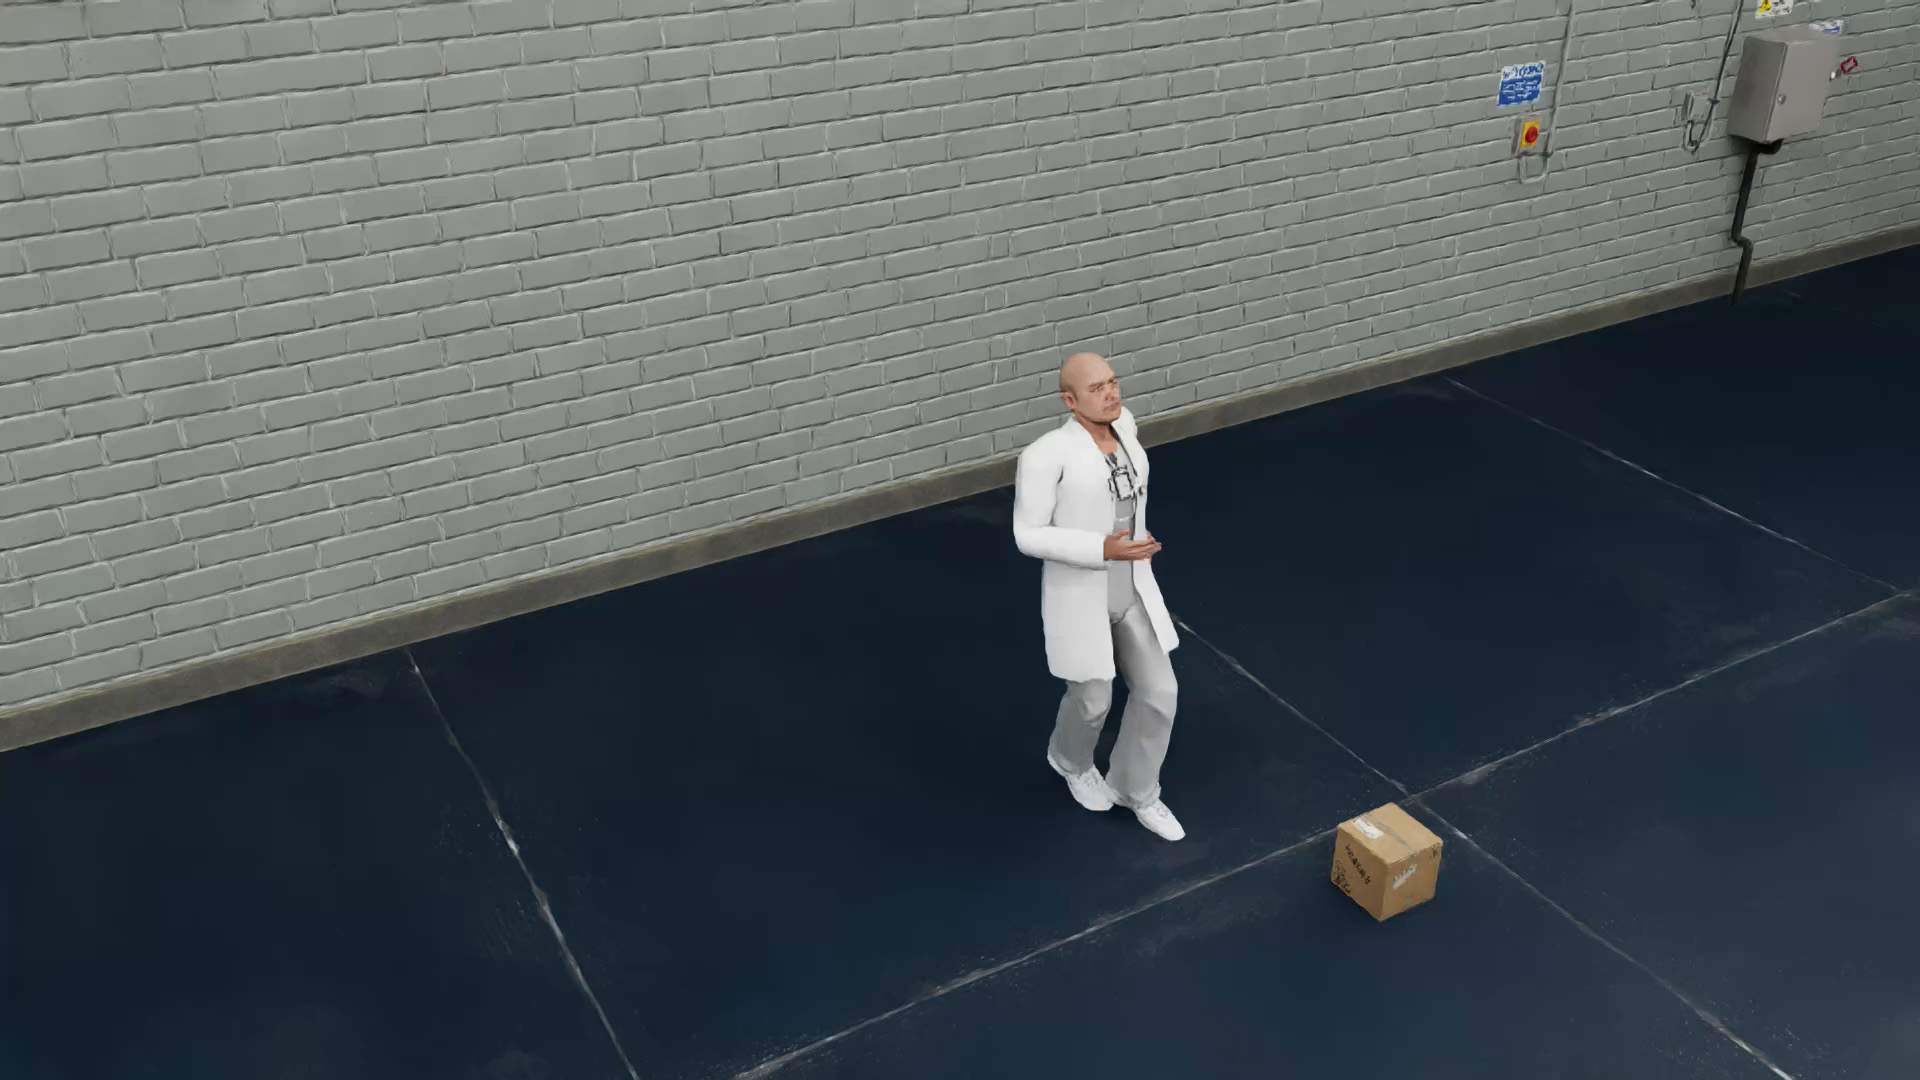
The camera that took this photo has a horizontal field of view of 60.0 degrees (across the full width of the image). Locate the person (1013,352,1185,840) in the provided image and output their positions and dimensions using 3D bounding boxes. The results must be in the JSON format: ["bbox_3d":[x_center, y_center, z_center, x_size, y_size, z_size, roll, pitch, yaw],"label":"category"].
[{"bbox_3d":[0.491,0.215,5.808,0.684,1.784,0.733,-17,33,-28],"label":"person"}]
